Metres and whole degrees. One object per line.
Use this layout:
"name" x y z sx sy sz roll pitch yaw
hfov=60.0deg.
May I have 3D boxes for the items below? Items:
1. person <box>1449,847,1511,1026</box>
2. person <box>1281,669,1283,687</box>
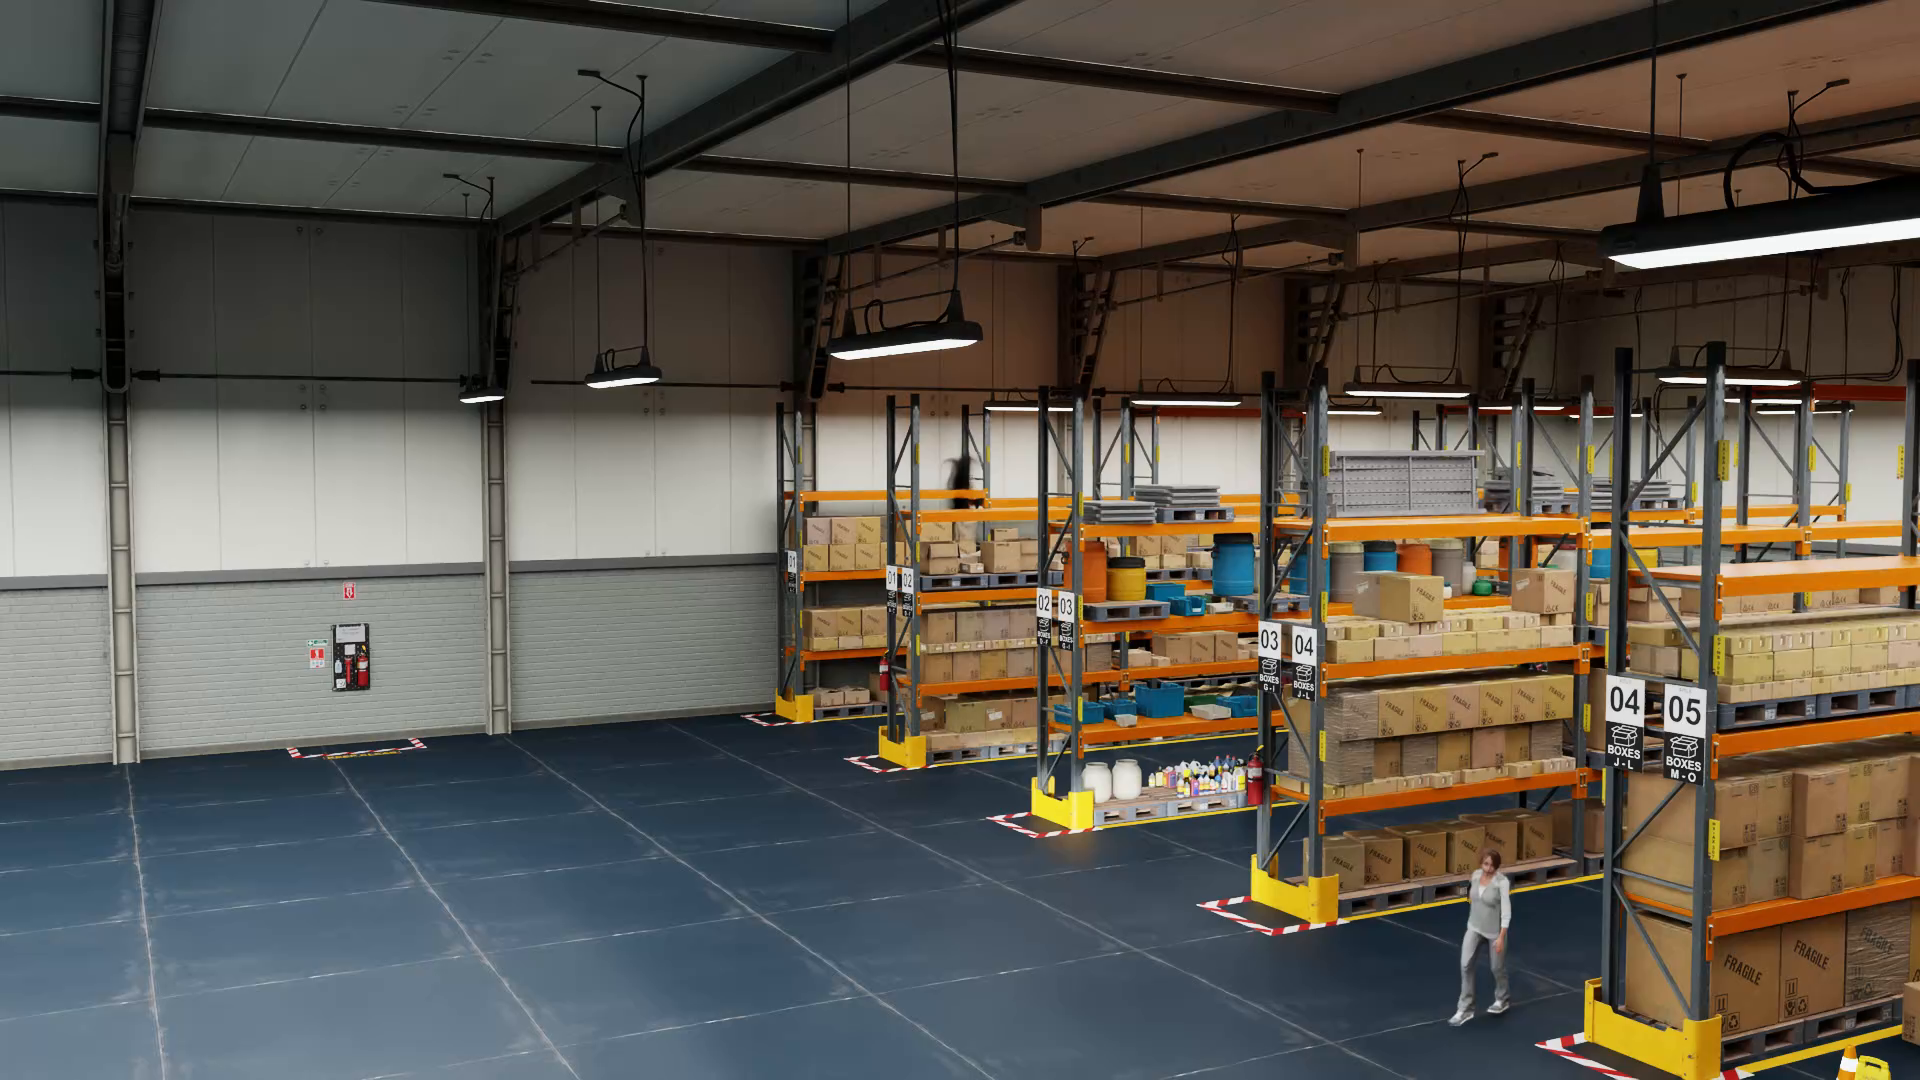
"person" 4.742 3.539 14.940 0.475 1.596 0.721 3 4 41
"person" 6.370 2.511 33.428 0.905 1.615 0.629 -3 4 -41
